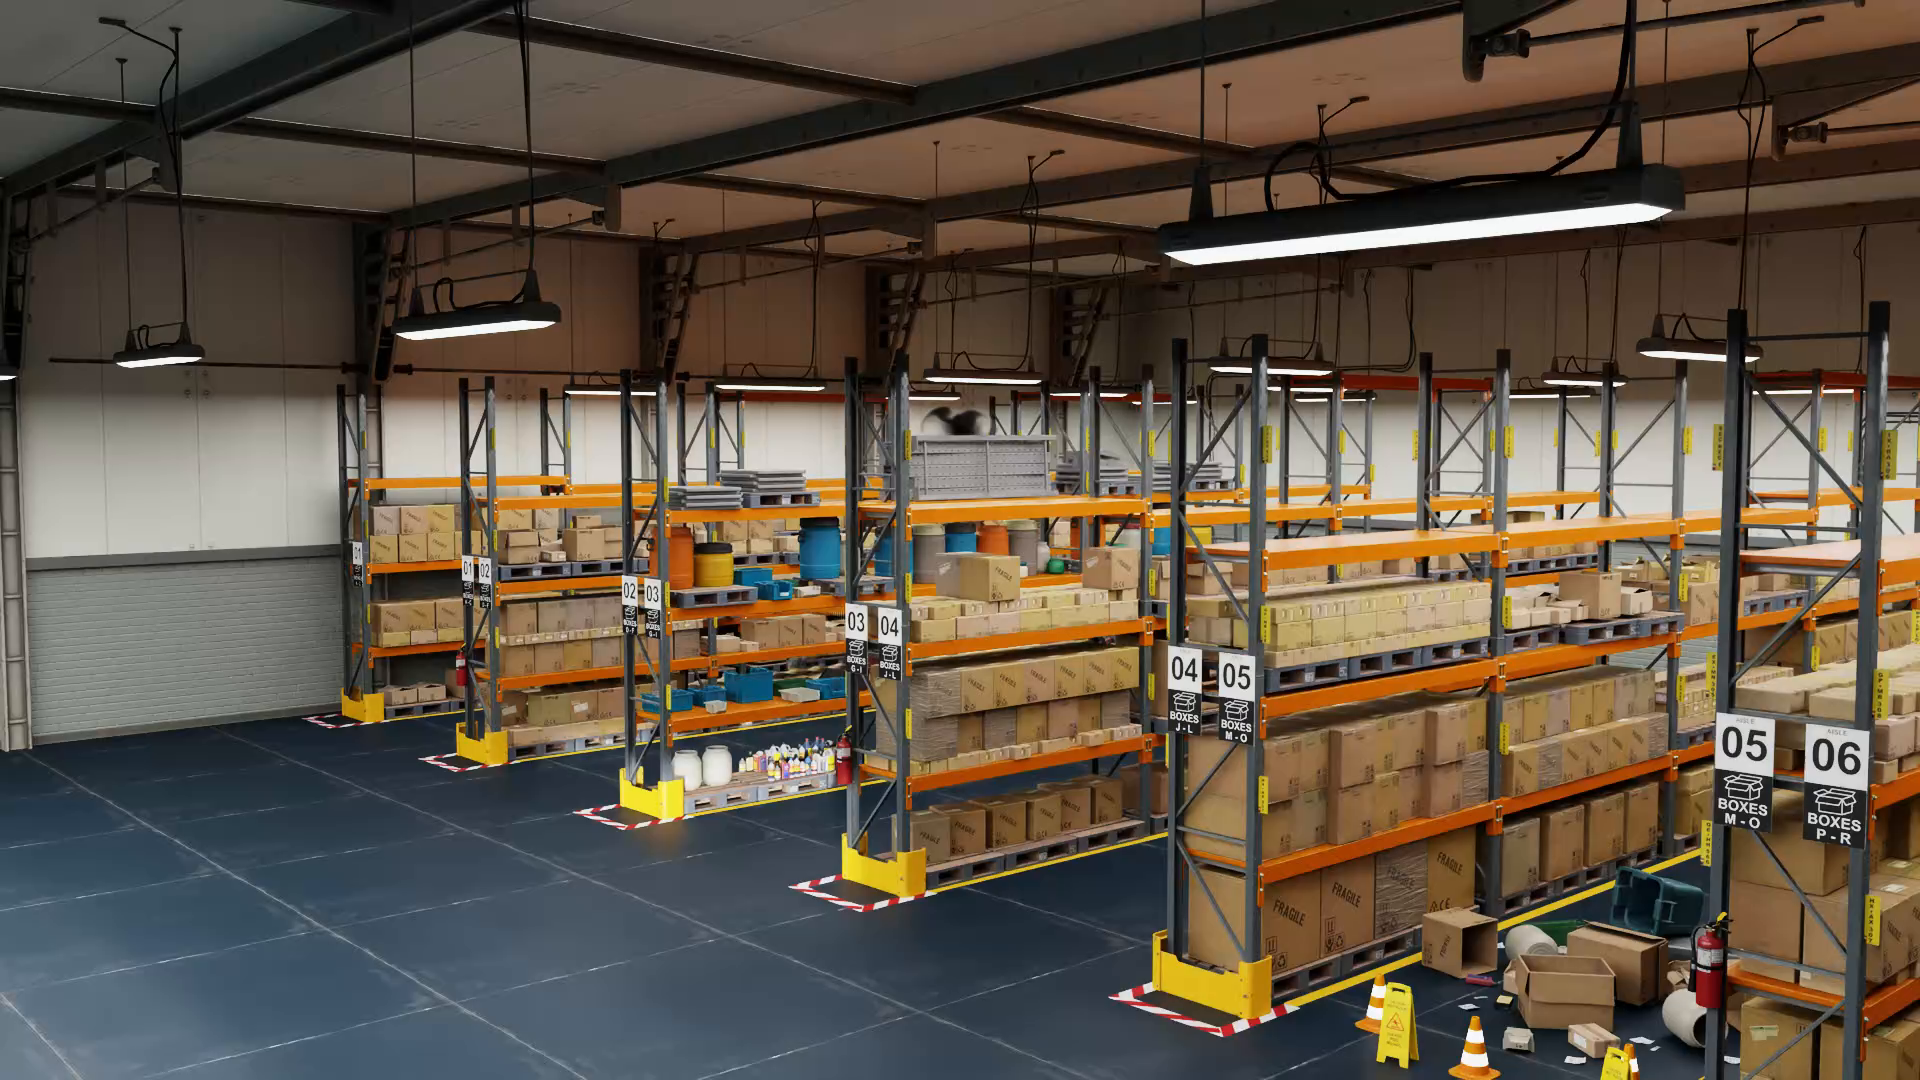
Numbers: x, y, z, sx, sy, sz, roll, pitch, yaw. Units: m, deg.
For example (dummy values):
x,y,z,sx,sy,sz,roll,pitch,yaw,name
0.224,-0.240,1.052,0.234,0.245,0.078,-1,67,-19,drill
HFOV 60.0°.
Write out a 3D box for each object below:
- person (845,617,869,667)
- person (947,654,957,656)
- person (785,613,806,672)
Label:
x,y,z,sx,sy,sz,roll,pitch,yaw,name
-2.098,2.075,33.717,0.657,1.771,0.863,3,5,37,person
-0.288,2.414,28.596,0.971,1.765,0.682,-4,5,-43,person
-3.224,2.233,32.080,0.633,1.646,0.592,-3,5,-41,person
